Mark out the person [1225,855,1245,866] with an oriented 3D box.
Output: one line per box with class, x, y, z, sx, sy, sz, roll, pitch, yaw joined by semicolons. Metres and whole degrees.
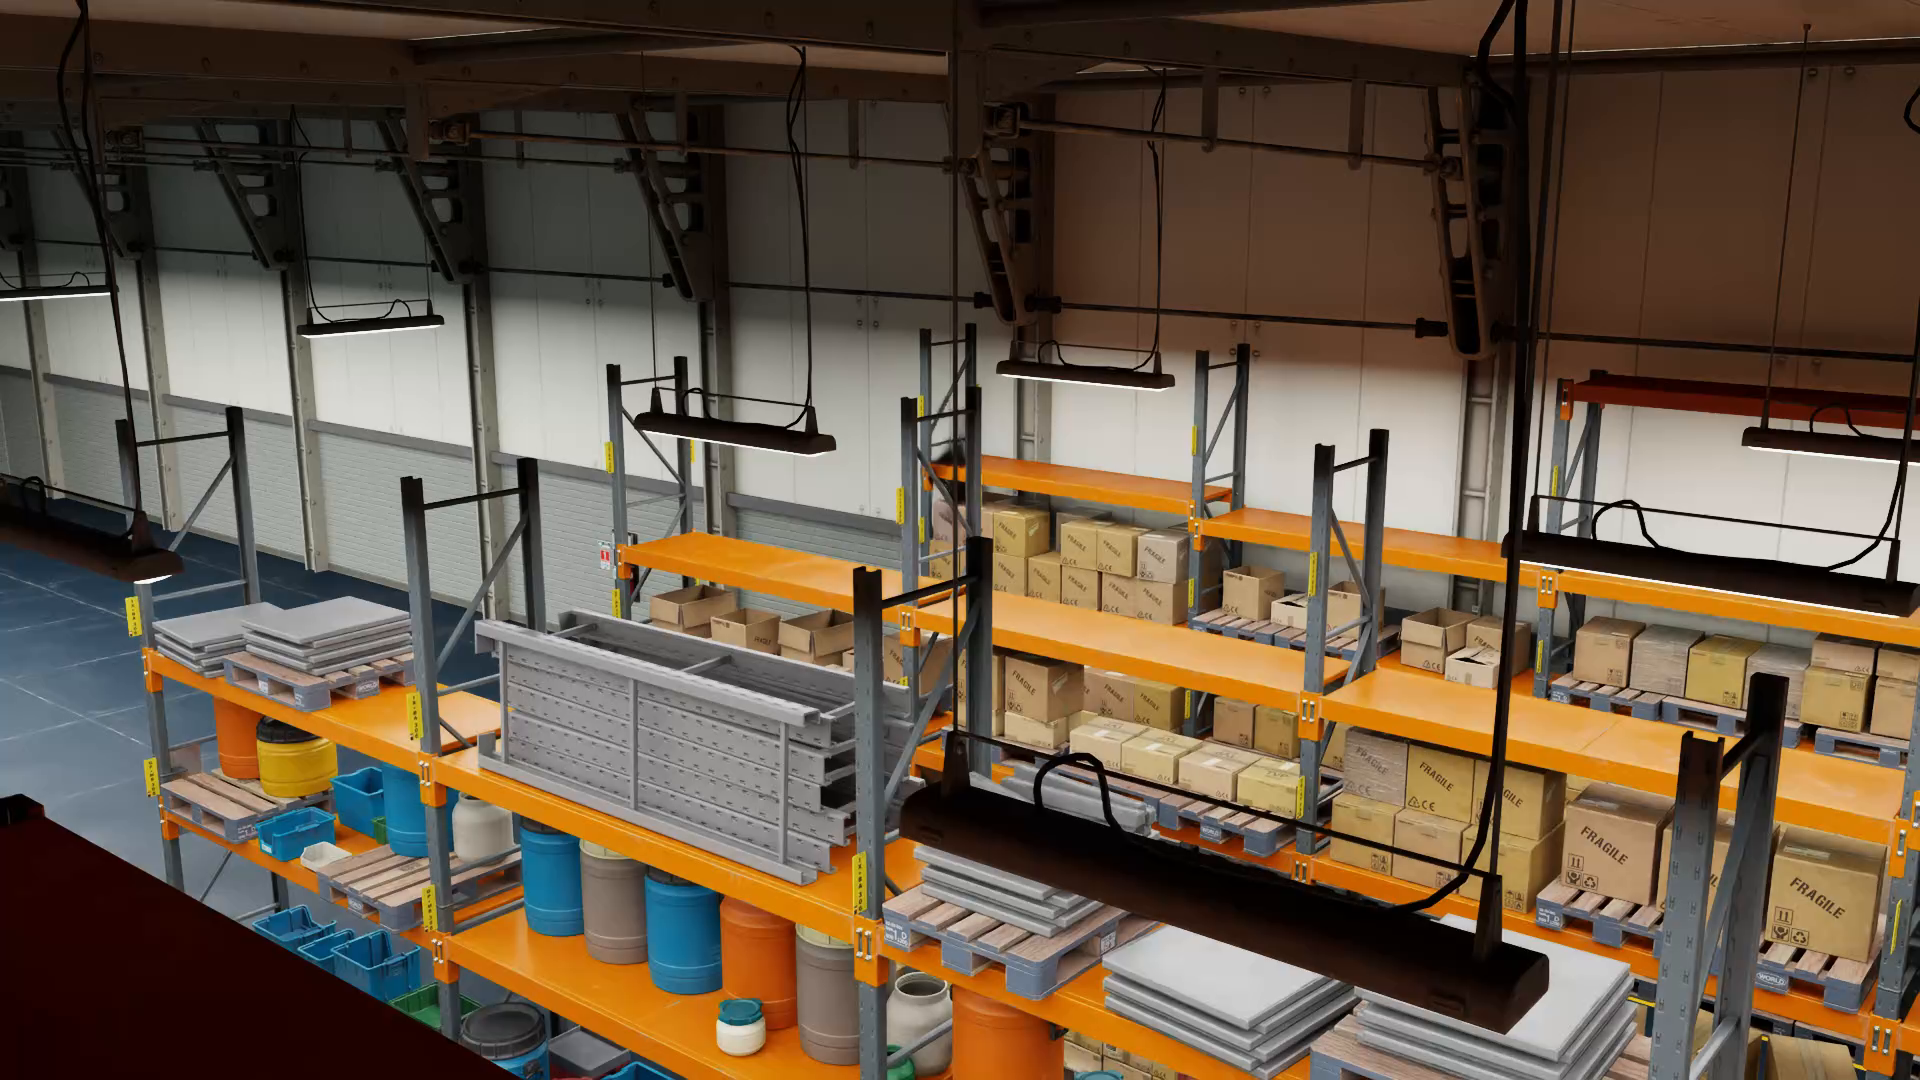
person;2.734;3.342;17.902;3.500;1.604;3.606;11;17;41
